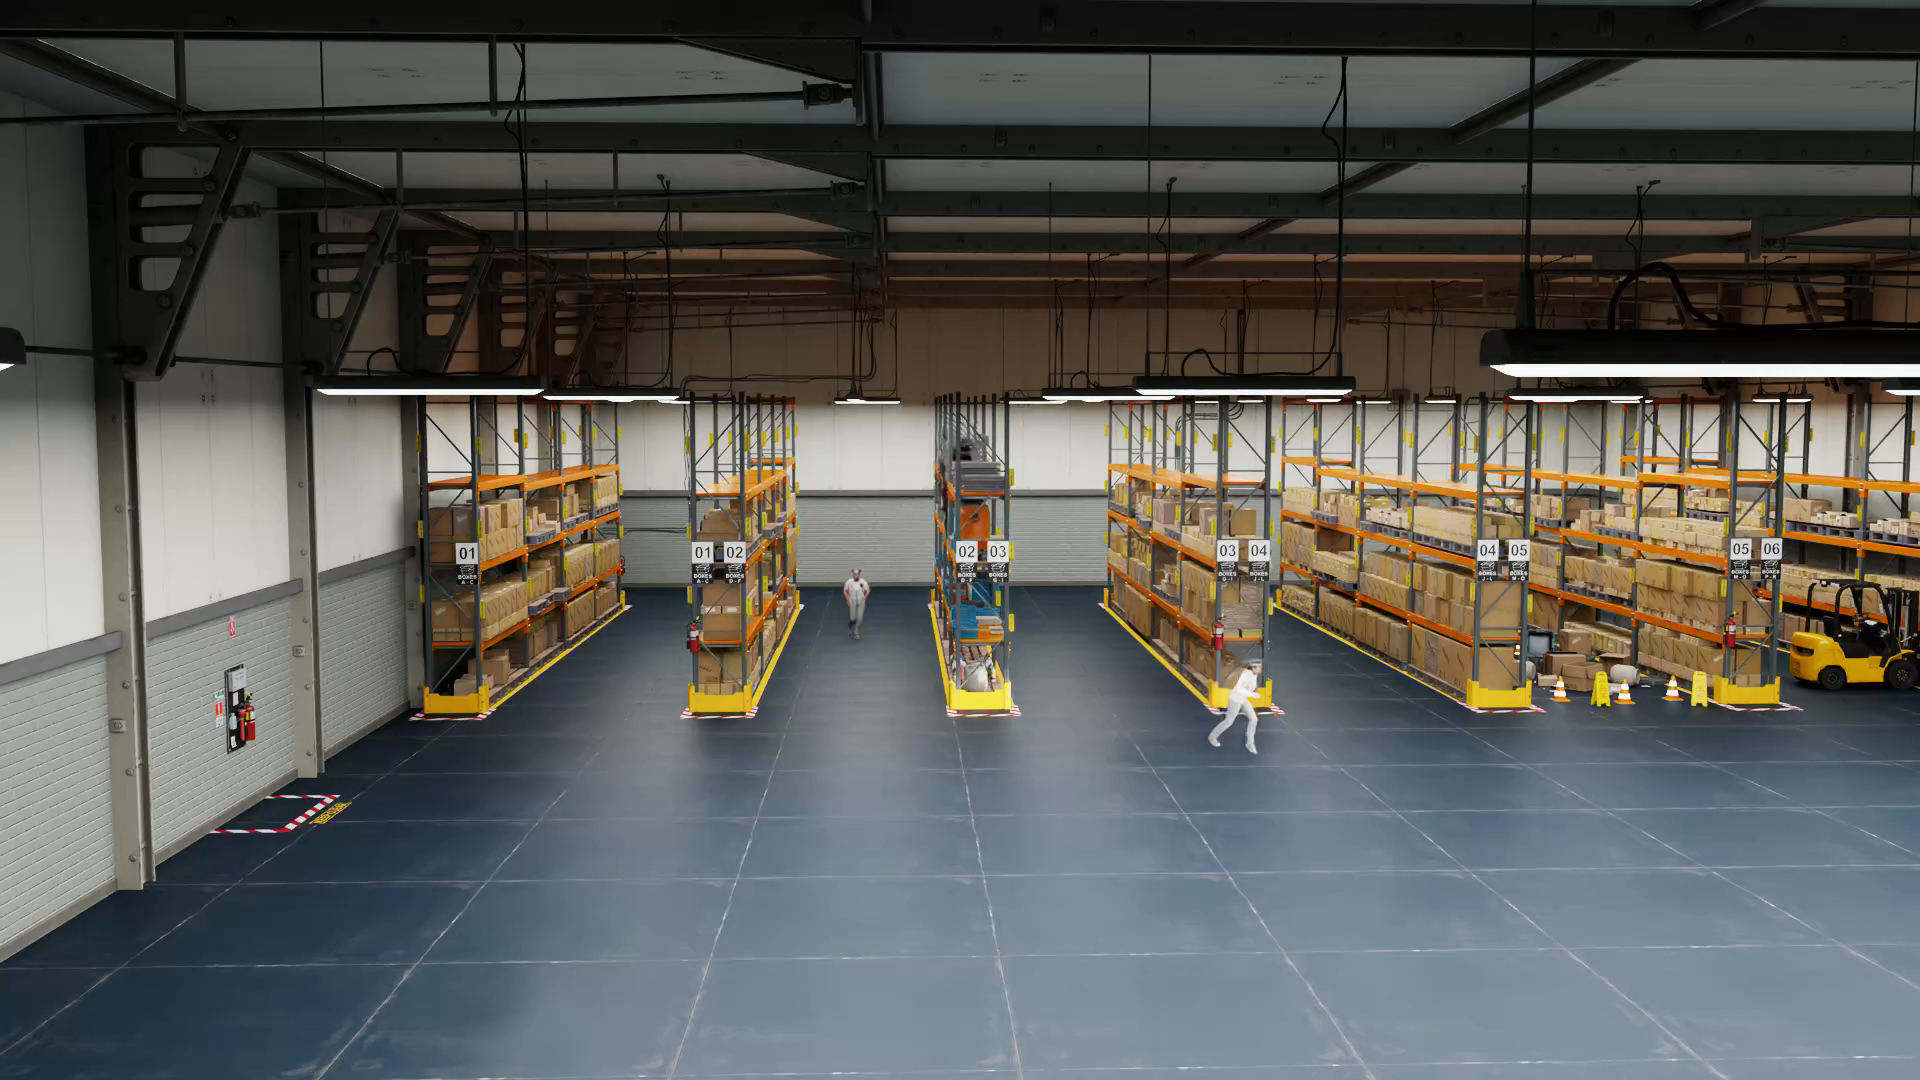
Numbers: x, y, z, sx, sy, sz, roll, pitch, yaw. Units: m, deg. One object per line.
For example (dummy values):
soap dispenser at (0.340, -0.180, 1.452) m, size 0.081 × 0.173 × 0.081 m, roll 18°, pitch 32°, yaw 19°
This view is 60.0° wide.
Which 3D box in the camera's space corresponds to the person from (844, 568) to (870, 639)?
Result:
person at (-2.546, 1.562, 41.135) m, size 0.649 × 1.755 × 0.629 m, roll -1°, pitch 5°, yaw -7°

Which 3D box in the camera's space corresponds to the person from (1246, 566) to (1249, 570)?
person at (8.510, 1.035, 48.704) m, size 0.883 × 1.565 × 0.559 m, roll -1°, pitch 5°, yaw -17°

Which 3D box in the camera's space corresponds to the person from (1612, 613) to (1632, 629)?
person at (17.043, 1.474, 42.621) m, size 0.569 × 1.696 × 0.851 m, roll -1°, pitch 5°, yaw -16°

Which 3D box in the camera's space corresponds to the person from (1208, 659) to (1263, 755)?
person at (4.582, 2.748, 27.633) m, size 0.955 × 1.624 × 0.656 m, roll 3°, pitch 5°, yaw 32°
